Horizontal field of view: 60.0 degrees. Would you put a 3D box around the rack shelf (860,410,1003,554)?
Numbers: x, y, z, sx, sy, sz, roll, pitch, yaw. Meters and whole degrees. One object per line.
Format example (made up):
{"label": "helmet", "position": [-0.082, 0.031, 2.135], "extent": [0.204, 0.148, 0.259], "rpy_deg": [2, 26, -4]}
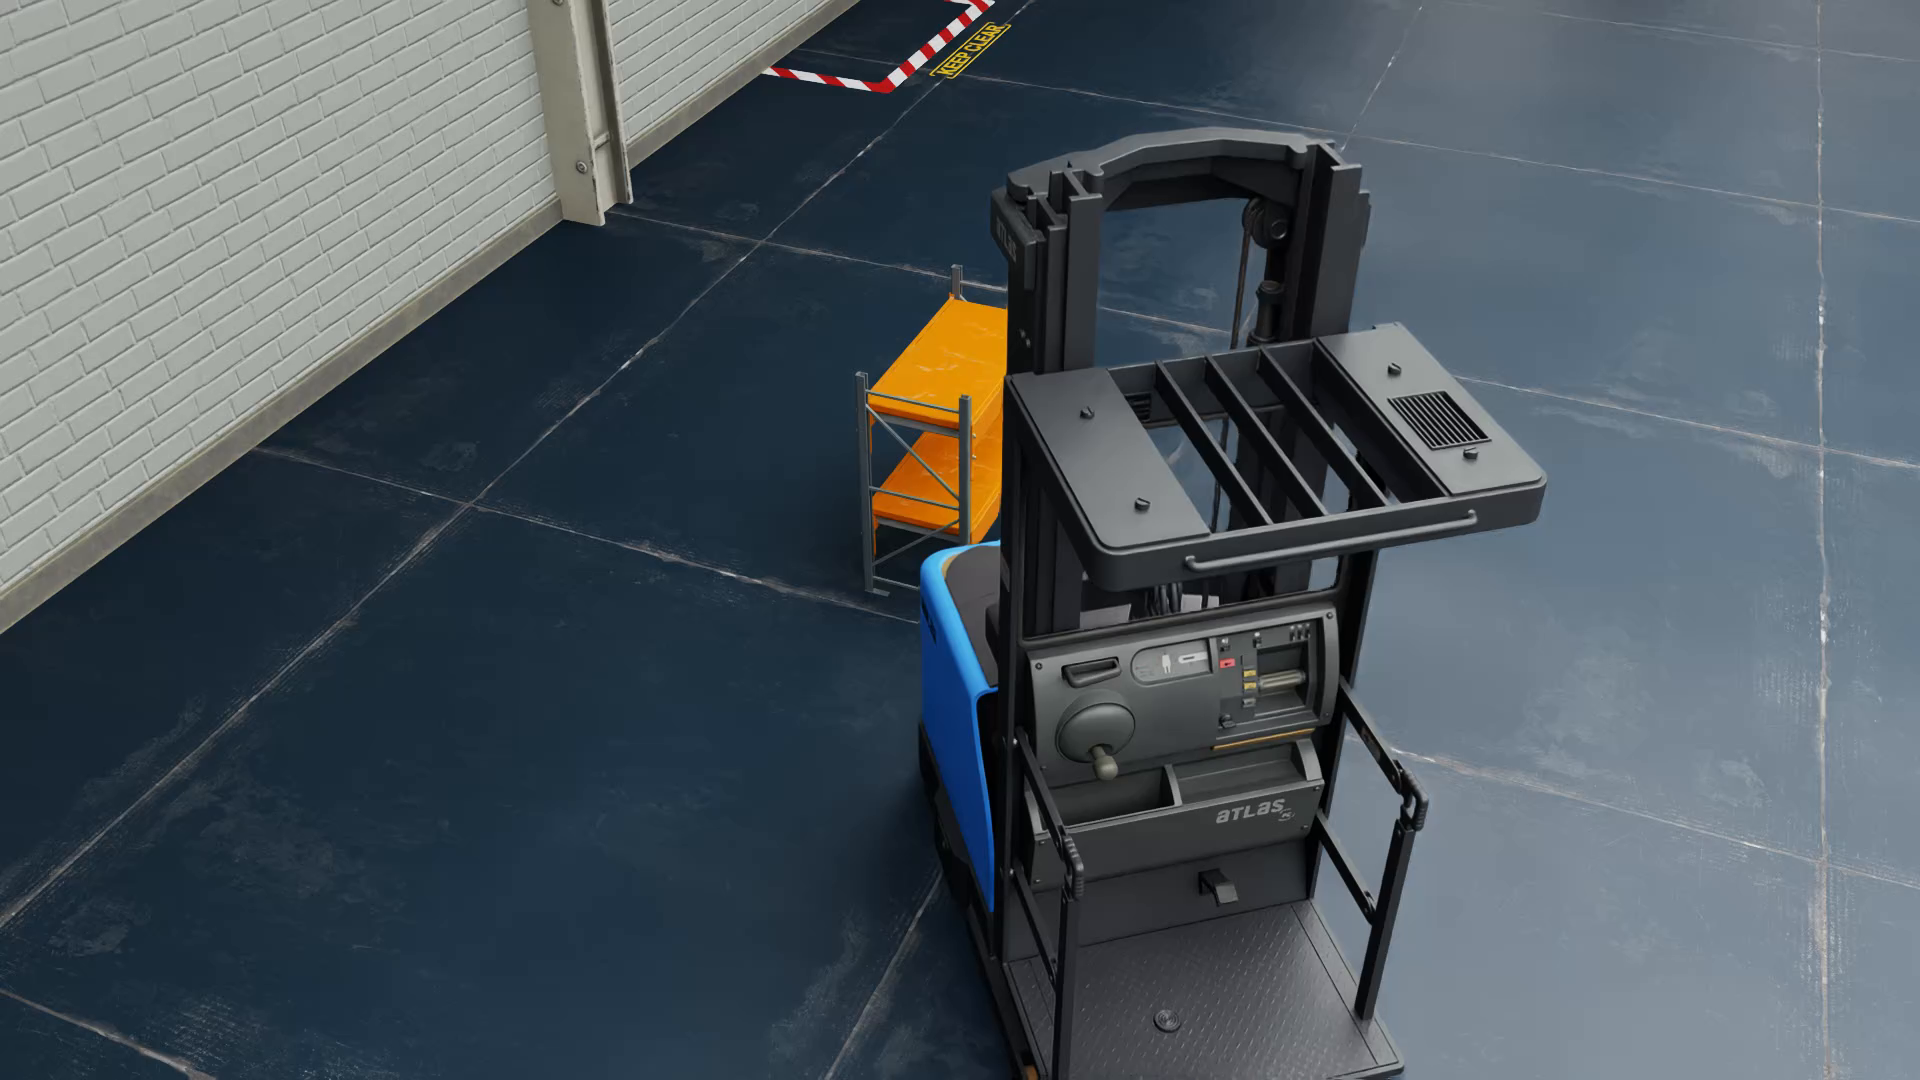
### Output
{"label": "rack shelf", "position": [0.003, -0.258, 7.565], "extent": [0.538, 0.278, 1.000], "rpy_deg": [14, 39, 18]}

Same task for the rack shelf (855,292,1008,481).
{"label": "rack shelf", "position": [0.003, -0.689, 7.243], "extent": [0.538, 0.278, 1.000], "rpy_deg": [14, 39, 18]}

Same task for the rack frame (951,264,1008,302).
{"label": "rack frame", "position": [0.196, -0.736, 7.795], "extent": [0.500, 1.125, 0.032], "rpy_deg": [14, 39, 18]}

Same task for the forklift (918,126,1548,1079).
{"label": "forklift", "position": [0.709, 0.508, 4.622], "extent": [1.130, 2.935, 3.031], "rpy_deg": [-9, 38, -12]}

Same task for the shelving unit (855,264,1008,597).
{"label": "shelving unit", "position": [0.003, -0.454, 7.418], "extent": [0.538, 1.125, 1.048], "rpy_deg": [14, 39, 18]}

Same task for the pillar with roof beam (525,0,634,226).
{"label": "pillar with roof beam", "position": [1.674, -4.724, 6.554], "extent": [9.100, 9.000, 0.400], "rpy_deg": [14, 39, 18]}

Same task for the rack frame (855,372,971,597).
{"label": "rack frame", "position": [-0.191, -0.173, 7.042], "extent": [0.500, 1.125, 0.032], "rpy_deg": [14, 39, 18]}
